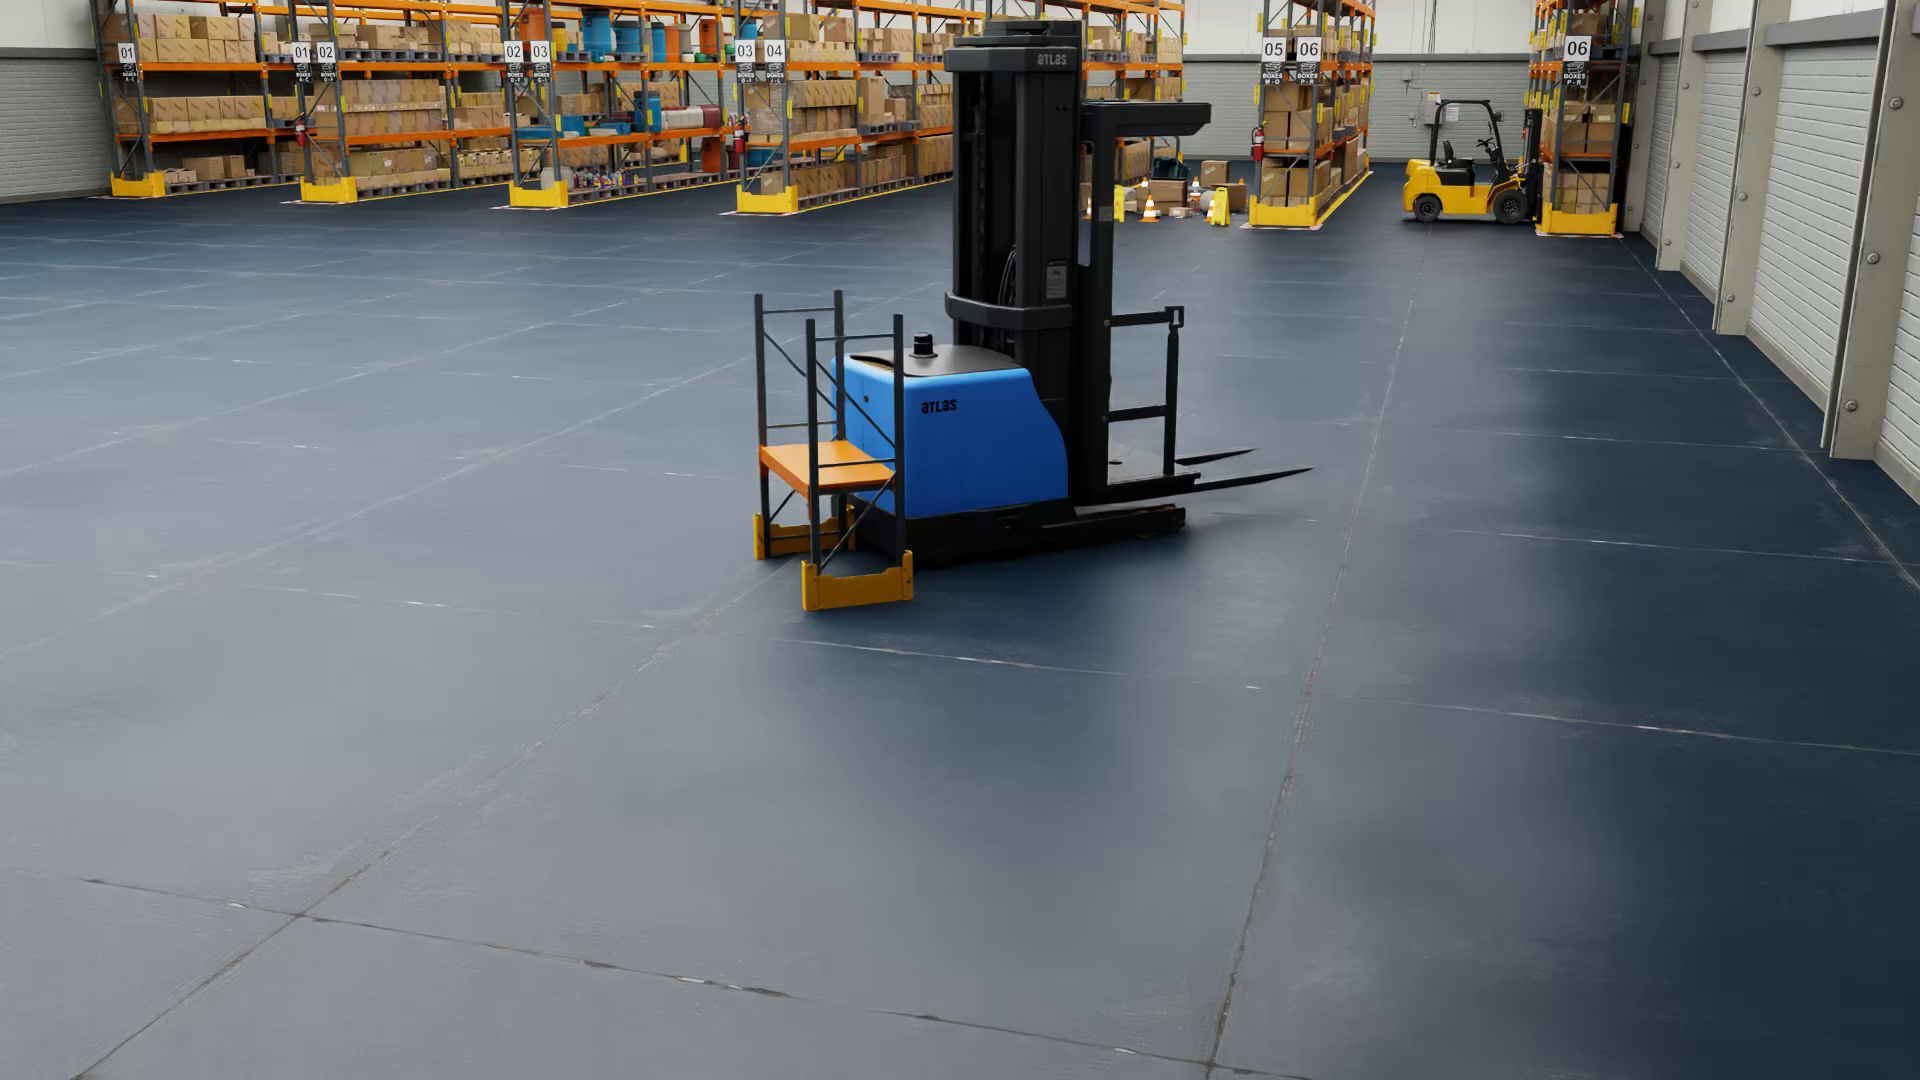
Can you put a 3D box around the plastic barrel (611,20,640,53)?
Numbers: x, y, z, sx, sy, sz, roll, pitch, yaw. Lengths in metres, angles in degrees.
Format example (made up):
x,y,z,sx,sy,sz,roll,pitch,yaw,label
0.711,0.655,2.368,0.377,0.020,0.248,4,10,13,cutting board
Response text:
x,y,z,sx,sy,sz,roll,pitch,yaw,label
-7.442,-11.086,37.003,0.600,0.901,0.708,5,16,16,plastic barrel

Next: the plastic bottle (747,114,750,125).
x,y,z,sx,sy,sz,roll,pitch,yaw,label
-5.415,-10.690,42.248,0.152,0.276,0.135,5,16,16,plastic bottle

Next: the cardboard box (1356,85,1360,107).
x,y,z,sx,sy,sz,roll,pitch,yaw,label
9.119,-10.449,39.157,0.500,0.500,0.500,5,17,17,cardboard box

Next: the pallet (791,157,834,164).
x,y,z,sx,sy,sz,roll,pitch,yaw,label
-4.240,-10.837,47.651,1.003,0.211,1.213,5,16,16,pallet

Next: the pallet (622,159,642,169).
x,y,z,sx,sy,sz,roll,pitch,yaw,label
-9.657,-10.568,46.703,1.003,0.211,1.213,5,16,16,pallet

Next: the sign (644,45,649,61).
x,y,z,sx,sy,sz,roll,pitch,yaw,label
-6.855,-10.654,36.381,0.100,0.325,0.005,5,16,16,sign

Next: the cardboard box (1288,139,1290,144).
x,y,z,sx,sy,sz,roll,pitch,yaw,label
5.947,-7.313,30.575,0.380,0.149,0.250,5,17,17,cardboard box

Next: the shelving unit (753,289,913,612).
x,y,z,sx,sy,sz,roll,pitch,yaw,label
-0.710,-0.518,8.908,0.587,1.500,1.083,-6,17,-20,shelving unit

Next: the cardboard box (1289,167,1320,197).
x,y,z,sx,sy,sz,roll,pitch,yaw,label
6.235,-6.489,30.105,0.500,0.500,0.500,4,16,14,cardboard box

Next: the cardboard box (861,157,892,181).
x,y,z,sx,sy,sz,roll,pitch,yaw,label
-1.964,-8.452,37.905,0.700,0.500,0.500,6,17,21,cardboard box

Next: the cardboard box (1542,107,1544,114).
x,y,z,sx,sy,sz,roll,pitch,yaw,label
11.851,-8.594,33.261,0.380,0.149,0.250,4,16,14,cardboard box

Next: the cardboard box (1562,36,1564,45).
x,y,z,sx,sy,sz,roll,pitch,yaw,label
10.439,-8.482,28.247,0.380,0.149,0.250,4,16,14,cardboard box

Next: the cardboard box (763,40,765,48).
x,y,z,sx,sy,sz,roll,pitch,yaw,label
-3.801,-9.540,32.015,0.380,0.149,0.250,4,16,14,cardboard box

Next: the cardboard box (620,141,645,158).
x,y,z,sx,sy,sz,roll,pitch,yaw,label
-9.324,-11.233,47.704,0.797,0.503,0.637,5,16,16,cardboard box

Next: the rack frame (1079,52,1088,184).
x,y,z,sx,sy,sz,roll,pitch,yaw,label
2.097,-8.457,34.149,1.000,3.000,0.127,5,16,16,rack frame

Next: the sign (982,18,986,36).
x,y,z,sx,sy,sz,roll,pitch,yaw,label
0.444,-9.287,30.101,0.100,0.325,0.005,5,16,16,sign

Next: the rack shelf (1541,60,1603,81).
x,y,z,sx,sy,sz,roll,pitch,yaw,label
12.200,-9.336,33.068,1.077,0.370,4.000,5,16,16,rack shelf

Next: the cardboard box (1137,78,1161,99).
x,y,z,sx,sy,sz,roll,pitch,yaw,label
4.732,-11.321,41.687,0.500,0.500,0.500,5,17,17,cardboard box

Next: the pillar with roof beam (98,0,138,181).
x,y,z,sx,sy,sz,roll,pitch,yaw,label
-14.517,-11.776,34.858,9.100,9.000,0.400,5,16,16,pillar with roof beam

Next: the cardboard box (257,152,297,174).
x,y,z,sx,sy,sz,roll,pitch,yaw,label
-16.684,-9.223,40.625,0.700,0.500,0.500,5,17,18,cardboard box

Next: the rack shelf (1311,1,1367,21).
x,y,z,sx,sy,sz,roll,pitch,yaw,label
8.576,-12.017,37.757,1.077,0.370,4.000,5,16,16,rack shelf

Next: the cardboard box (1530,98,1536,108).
x,y,z,sx,sy,sz,roll,pitch,yaw,label
13.553,-9.950,38.458,0.700,0.500,0.500,5,17,17,cardboard box

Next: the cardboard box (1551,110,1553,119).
x,y,z,sx,sy,sz,roll,pitch,yaw,label
10.897,-7.680,30.038,0.380,0.149,0.250,4,16,14,cardboard box

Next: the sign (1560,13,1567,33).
x,y,z,sx,sy,sz,roll,pitch,yaw,label
9.978,-8.546,27.487,0.100,0.325,0.005,5,16,16,sign

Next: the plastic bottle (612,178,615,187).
x,y,z,sx,sy,sz,roll,pitch,yaw,label
-7.489,-7.717,35.861,0.097,0.201,0.097,0,16,0,plastic bottle

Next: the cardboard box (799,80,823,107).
x,y,z,sx,sy,sz,roll,pitch,yaw,label
-3.060,-8.878,33.071,0.500,0.500,0.500,5,16,16,cardboard box

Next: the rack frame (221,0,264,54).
x,y,z,sx,sy,sz,roll,pitch,yaw,label
-16.877,-12.907,38.842,1.000,3.000,0.127,5,16,16,rack frame

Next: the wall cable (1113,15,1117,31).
x,y,z,sx,sy,sz,roll,pitch,yaw,label
5.692,-17.653,49.682,2.277,5.999,0.120,5,16,16,wall cable

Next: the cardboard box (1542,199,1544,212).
x,y,z,sx,sy,sz,roll,pitch,yaw,label
10.476,-5.825,29.139,0.500,0.250,0.500,5,16,16,cardboard box

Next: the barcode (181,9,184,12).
x,y,z,sx,sy,sz,roll,pitch,yaw,label
-17.685,-12.047,37.827,0.001,0.075,0.075,5,16,16,barcode

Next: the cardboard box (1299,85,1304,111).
x,y,z,sx,sy,sz,roll,pitch,yaw,label
5.821,-8.008,30.004,0.700,0.500,0.500,5,17,16,cardboard box

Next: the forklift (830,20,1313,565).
x,y,z,sx,sy,sz,roll,pitch,yaw,label
0.773,-1.539,9.886,3.031,2.935,1.130,-8,18,-27,forklift

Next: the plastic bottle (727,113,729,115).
x,y,z,sx,sy,sz,roll,pitch,yaw,label
-5.990,-10.861,42.858,0.097,0.271,0.097,0,16,0,plastic bottle

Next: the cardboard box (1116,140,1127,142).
x,y,z,sx,sy,sz,roll,pitch,yaw,label
3.907,-9.737,41.100,0.500,0.250,0.500,4,16,13,cardboard box

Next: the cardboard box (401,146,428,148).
x,y,z,sx,sy,sz,roll,pitch,yaw,label
-12.559,-8.780,38.183,0.500,0.500,0.500,5,16,16,cardboard box

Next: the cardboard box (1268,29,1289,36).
x,y,z,sx,sy,sz,roll,pitch,yaw,label
5.548,-8.870,29.108,0.380,0.149,0.250,5,17,16,cardboard box

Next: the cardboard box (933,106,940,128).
x,y,z,sx,sy,sz,roll,pitch,yaw,label
-0.808,-10.338,40.598,0.500,0.500,0.500,4,16,15,cardboard box

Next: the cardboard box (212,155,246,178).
x,y,z,sx,sy,sz,roll,pitch,yaw,label
-17.134,-8.755,38.973,0.500,0.500,0.500,3,16,12,cardboard box

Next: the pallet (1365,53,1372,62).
x,y,z,sx,sy,sz,roll,pitch,yaw,label
10.081,-12.445,42.873,1.003,0.211,1.213,5,16,16,pallet

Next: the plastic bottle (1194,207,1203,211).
x,y,z,sx,sy,sz,roll,pitch,yaw,label
4.707,-6.494,32.612,0.133,0.061,0.283,8,18,25,plastic bottle

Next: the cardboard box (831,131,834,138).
x,y,z,sx,sy,sz,roll,pitch,yaw,label
-2.812,-8.345,34.214,0.380,0.149,0.250,5,16,16,cardboard box

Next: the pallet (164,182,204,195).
x,y,z,sx,sy,sz,roll,pitch,yaw,label
-17.728,-7.862,37.161,1.003,0.211,1.213,5,16,16,pallet

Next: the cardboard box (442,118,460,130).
x,y,z,sx,sy,sz,roll,pitch,yaw,label
-12.029,-9.697,38.796,0.500,0.250,0.500,6,17,19,cardboard box

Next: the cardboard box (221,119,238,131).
x,y,z,sx,sy,sz,roll,pitch,yaw,label
-16.999,-9.548,38.233,0.500,0.250,0.500,5,16,16,cardboard box

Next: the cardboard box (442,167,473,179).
x,y,z,sx,sy,sz,roll,pitch,yaw,label
-11.775,-8.603,38.932,0.500,0.250,0.500,4,16,15,cardboard box

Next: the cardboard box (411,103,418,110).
x,y,z,sx,sy,sz,roll,pitch,yaw,label
-12.290,-9.644,36.960,0.380,0.149,0.250,5,16,16,cardboard box

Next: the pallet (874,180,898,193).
x,y,z,sx,sy,sz,roll,pitch,yaw,label
-2.065,-8.051,37.826,1.003,0.211,1.213,5,16,16,pallet

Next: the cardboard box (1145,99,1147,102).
x,y,z,sx,sy,sz,roll,pitch,yaw,label
4.368,-10.727,40.752,0.380,0.149,0.250,4,16,14,cardboard box

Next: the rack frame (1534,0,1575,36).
x,y,z,sx,sy,sz,roll,pitch,yaw,label
15.042,-13.741,41.785,1.000,3.000,0.127,5,16,16,rack frame

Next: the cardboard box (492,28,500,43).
x,y,z,sx,sy,sz,roll,pitch,yaw,label
-13.706,-14.662,48.475,0.500,0.500,0.500,4,16,13,cardboard box

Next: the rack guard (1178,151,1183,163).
x,y,z,sx,sy,sz,roll,pitch,yaw,label
5.485,-10.374,45.488,1.175,0.500,0.348,5,16,16,rack guard

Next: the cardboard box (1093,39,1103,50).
x,y,z,sx,sy,sz,roll,pitch,yaw,label
2.832,-10.559,35.355,0.396,0.266,0.258,5,16,16,cardboard box

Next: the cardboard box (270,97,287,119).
x,y,z,sx,sy,sz,roll,pitch,yaw,label
-16.700,-10.411,40.047,0.700,0.500,0.500,5,16,16,cardboard box

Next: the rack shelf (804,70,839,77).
x,y,z,sx,sy,sz,roll,pitch,yaw,label
-4.537,-12.965,45.865,1.077,0.370,4.000,5,16,16,rack shelf

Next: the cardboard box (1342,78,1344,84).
x,y,z,sx,sy,sz,roll,pitch,yaw,label
9.573,-11.235,40.737,0.380,0.149,0.250,4,16,15,cardboard box
